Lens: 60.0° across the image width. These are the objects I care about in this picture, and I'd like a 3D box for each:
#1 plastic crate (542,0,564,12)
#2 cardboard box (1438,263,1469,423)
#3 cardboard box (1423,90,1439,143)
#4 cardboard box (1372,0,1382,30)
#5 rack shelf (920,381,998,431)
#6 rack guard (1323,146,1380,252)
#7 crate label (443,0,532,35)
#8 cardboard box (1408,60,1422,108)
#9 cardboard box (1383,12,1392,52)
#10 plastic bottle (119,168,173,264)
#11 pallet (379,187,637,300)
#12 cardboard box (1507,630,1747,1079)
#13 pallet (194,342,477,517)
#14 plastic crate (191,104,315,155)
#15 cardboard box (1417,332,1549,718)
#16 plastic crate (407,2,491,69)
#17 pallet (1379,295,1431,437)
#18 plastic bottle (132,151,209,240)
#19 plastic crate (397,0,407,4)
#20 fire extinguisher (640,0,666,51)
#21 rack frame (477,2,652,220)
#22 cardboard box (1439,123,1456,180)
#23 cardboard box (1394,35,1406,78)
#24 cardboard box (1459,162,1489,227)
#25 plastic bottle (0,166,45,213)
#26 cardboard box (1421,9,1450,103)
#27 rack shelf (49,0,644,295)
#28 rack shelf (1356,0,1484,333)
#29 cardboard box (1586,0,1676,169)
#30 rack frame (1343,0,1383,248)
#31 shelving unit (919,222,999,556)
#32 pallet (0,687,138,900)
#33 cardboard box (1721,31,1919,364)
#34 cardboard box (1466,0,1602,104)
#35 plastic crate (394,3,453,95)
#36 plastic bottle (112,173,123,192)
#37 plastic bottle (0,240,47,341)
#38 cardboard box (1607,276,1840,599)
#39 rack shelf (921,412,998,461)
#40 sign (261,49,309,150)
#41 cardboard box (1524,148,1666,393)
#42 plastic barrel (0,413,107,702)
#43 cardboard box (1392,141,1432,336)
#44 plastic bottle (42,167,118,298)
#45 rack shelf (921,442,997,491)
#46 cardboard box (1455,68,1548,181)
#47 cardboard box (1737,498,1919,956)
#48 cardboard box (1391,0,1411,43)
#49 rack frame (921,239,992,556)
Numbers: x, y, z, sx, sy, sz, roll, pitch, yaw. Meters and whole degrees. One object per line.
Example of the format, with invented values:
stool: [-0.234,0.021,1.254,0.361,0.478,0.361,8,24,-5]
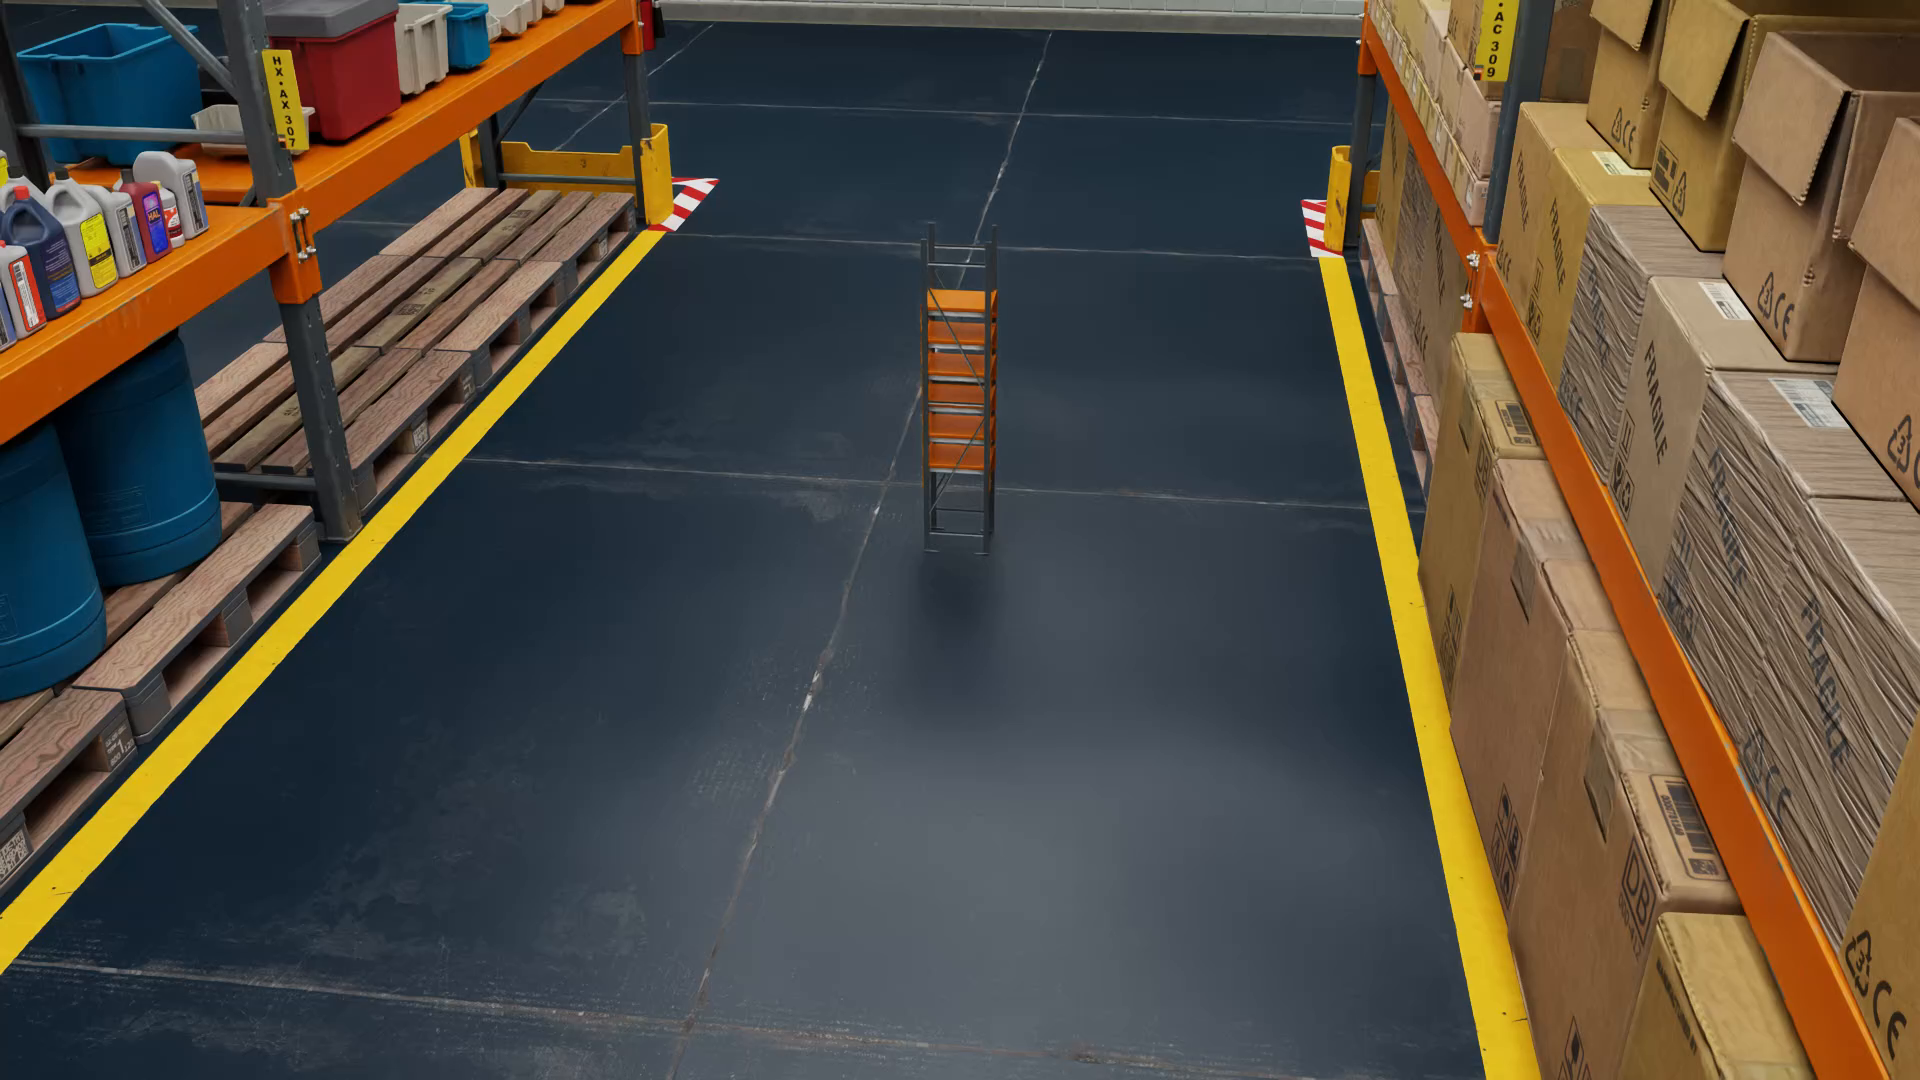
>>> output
plastic crate: [-2.203,-2.762,8.429,0.396,0.136,0.243,3,28,6]
cardboard box: [2.303,-0.631,6.056,0.875,0.875,0.875,3,28,6]
cardboard box: [1.980,-1.612,6.344,0.380,0.149,0.250,4,29,7]
cardboard box: [2.231,-2.579,8.139,0.380,0.149,0.250,3,28,5]
rack shelf: [-0.002,-0.482,5.974,0.258,0.103,0.180,3,28,6]
rack guard: [2.635,-1.869,9.192,1.175,0.500,0.348,3,28,6]
crate label: [-2.263,-2.494,7.931,0.396,0.136,0.243,3,28,6]
cardboard box: [2.044,-1.852,6.790,0.380,0.149,0.250,4,29,7]
cardboard box: [2.170,-2.336,7.688,0.380,0.149,0.250,3,28,5]
plastic bottle: [-2.484,-0.996,5.059,0.061,0.283,0.133,3,28,6]
pallet: [-2.423,-1.633,9.058,1.003,0.211,1.213,3,28,6]
cardboard box: [1.874,0.815,3.372,1.225,0.875,0.875,3,29,6]
pallet: [-2.722,-0.484,6.926,1.003,0.211,1.213,3,28,6]
plastic crate: [-2.574,-1.484,6.057,0.396,0.136,0.243,3,28,6]
cardboard box: [2.084,-0.023,4.927,1.225,0.875,0.875,3,29,6]
plastic crate: [-2.280,-2.217,7.316,0.416,0.233,0.300,3,28,6]
pallet: [2.460,-0.777,7.470,1.003,0.211,1.213,3,28,6]
plastic bottle: [-2.501,-1.104,5.268,0.152,0.276,0.135,3,28,6]
plastic crate: [-2.801,-2.482,7.808,0.416,0.233,0.300,3,28,6]
fire extinguisher: [-1.814,-3.093,9.302,0.296,0.674,0.183,3,28,6]
rack frame: [-2.283,-3.246,9.113,1.000,3.000,0.127,3,28,6]
cardboard box: [1.918,-1.369,5.894,0.380,0.149,0.250,3,28,5]
cardboard box: [2.106,-2.094,7.240,0.380,0.149,0.250,3,28,6]
cardboard box: [1.855,-1.127,5.445,0.380,0.149,0.250,4,29,6]
plastic bottle: [-2.704,-0.898,4.807,0.144,0.351,0.185,3,28,6]
cardboard box: [2.059,-1.847,6.361,0.500,0.250,0.500,4,29,7]
rack shelf: [-2.528,-1.988,7.536,1.077,0.370,4.000,3,28,6]
rack shelf: [2.387,-1.700,7.002,1.077,0.370,4.000,3,28,6]
cardboard box: [2.072,-1.260,4.263,0.797,0.503,0.637,3,28,5]
rack frame: [2.633,-2.958,8.579,1.000,3.000,0.127,3,28,6]
shelving unit: [-0.002,-0.521,5.953,0.258,1.200,0.189,3,28,6]
pallet: [-3.056,0.801,4.541,1.003,0.211,1.213,3,28,6]
cardboard box: [1.916,-0.644,3.120,0.797,0.503,0.637,4,29,8]
cardboard box: [1.933,-1.702,5.301,0.500,0.500,0.500,4,29,8]
plastic crate: [-2.403,-2.046,6.946,0.437,0.282,0.530,3,28,6]
plastic bottle: [-2.627,-1.070,5.283,0.097,0.201,0.097,0,28,0]
plastic bottle: [-2.607,-0.695,4.508,0.152,0.276,0.135,3,28,6]
cardboard box: [1.657,-0.202,3.356,0.500,0.500,0.500,4,29,7]
rack shelf: [-0.002,-0.377,6.031,0.258,0.103,0.180,3,28,6]
sign: [-2.228,-1.452,5.491,0.100,0.325,0.005,3,28,6]
cardboard box: [1.777,-0.681,4.246,0.500,0.500,0.500,3,28,6]
plastic barrel: [-2.944,-0.036,4.924,0.600,0.901,0.708,3,28,6]
cardboard box: [2.522,-1.474,7.620,0.875,0.875,0.875,3,28,6]
plastic bottle: [-2.561,-0.890,4.791,0.144,0.351,0.185,3,28,6]
rack shelf: [-0.002,-0.271,6.088,0.258,0.103,0.180,3,28,6]
cardboard box: [1.936,-1.363,5.463,0.500,0.250,0.500,3,28,5]
cardboard box: [1.534,0.282,2.458,0.500,0.500,0.500,3,28,6]
cardboard box: [2.183,-2.332,7.260,0.500,0.250,0.500,2,28,4]
rack frame: [-0.013,-0.478,5.873,0.240,1.200,0.006,3,28,6]
